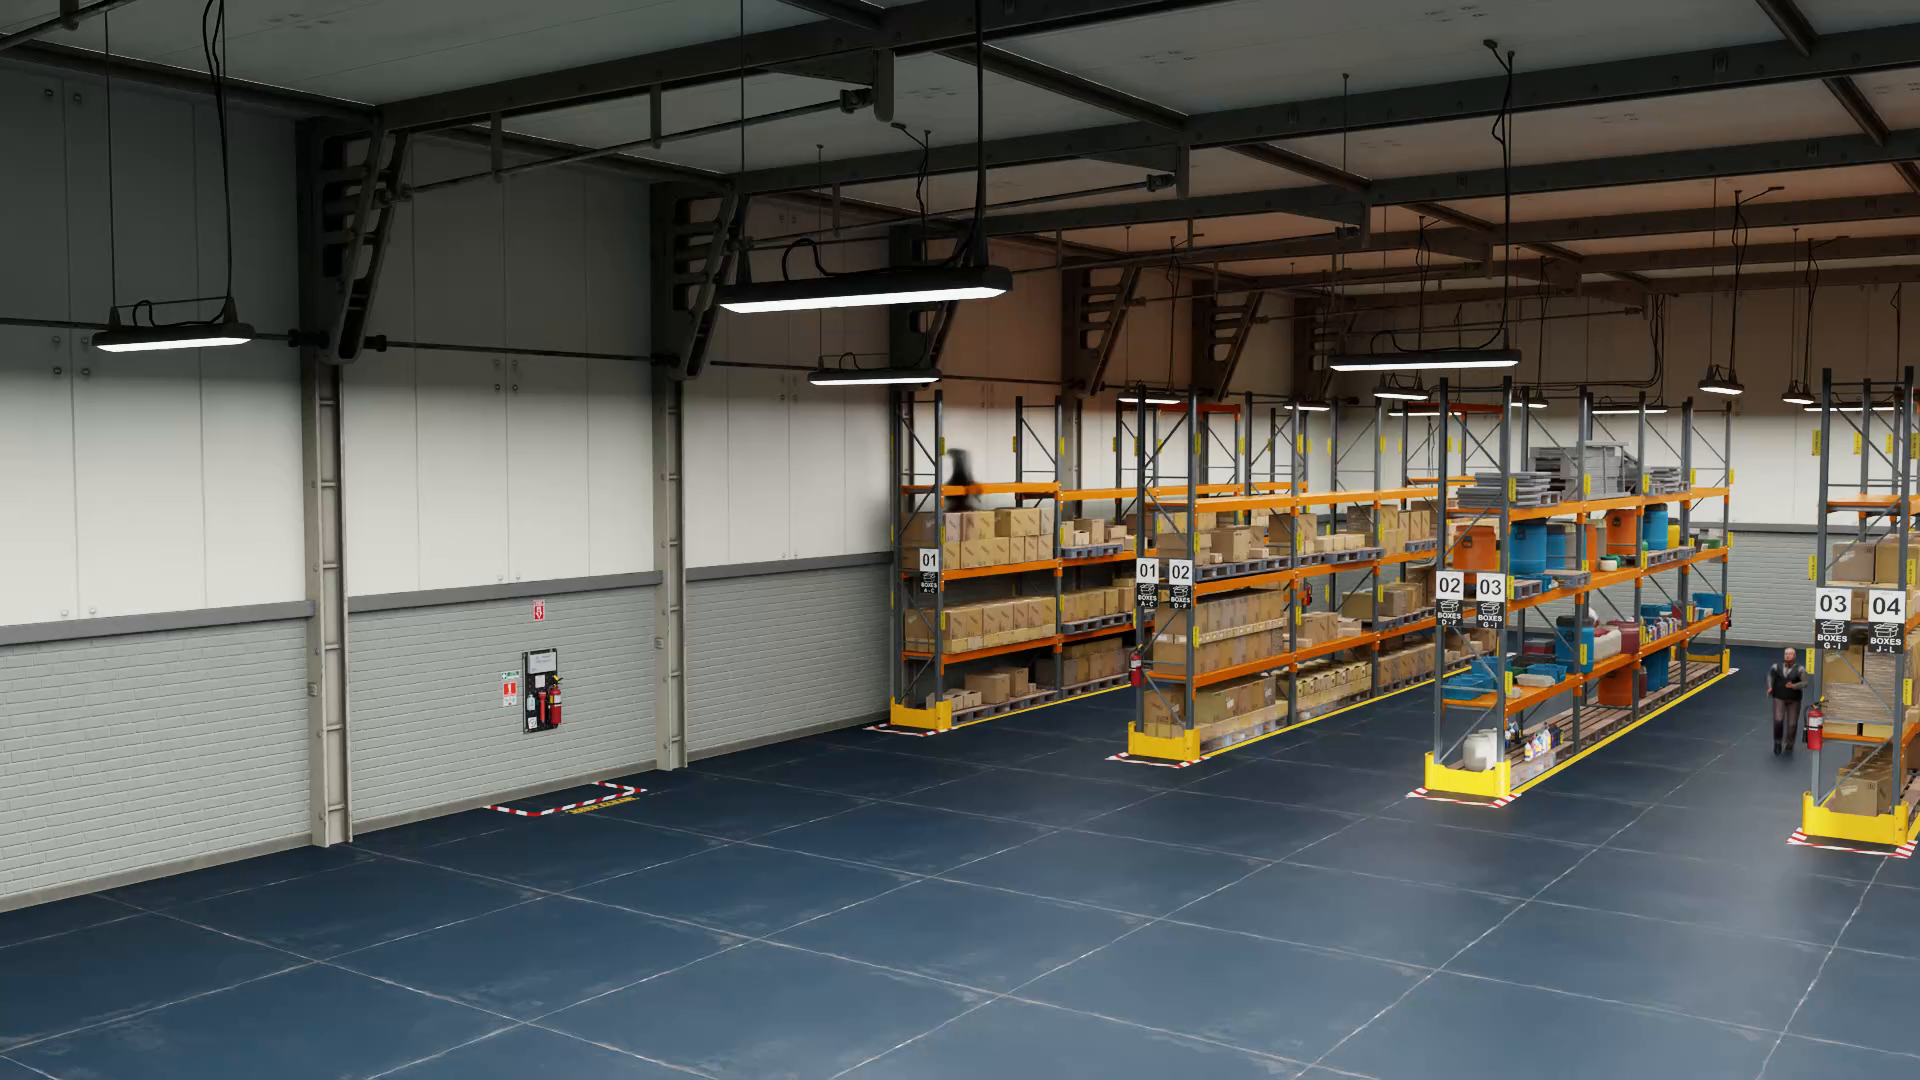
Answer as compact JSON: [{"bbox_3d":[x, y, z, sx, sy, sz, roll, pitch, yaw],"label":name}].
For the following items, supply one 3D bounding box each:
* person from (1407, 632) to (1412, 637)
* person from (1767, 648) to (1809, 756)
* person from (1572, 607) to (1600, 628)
[{"bbox_3d":[11.321,1.883,42.482,0.605,1.507,1.042,-3,4,-39],"label":"person"},{"bbox_3d":[13.423,2.629,26.990,0.613,1.746,0.726,2,4,27],"label":"person"},{"bbox_3d":[14.301,2.089,37.866,1.140,1.569,0.698,-3,4,-40],"label":"person"}]
